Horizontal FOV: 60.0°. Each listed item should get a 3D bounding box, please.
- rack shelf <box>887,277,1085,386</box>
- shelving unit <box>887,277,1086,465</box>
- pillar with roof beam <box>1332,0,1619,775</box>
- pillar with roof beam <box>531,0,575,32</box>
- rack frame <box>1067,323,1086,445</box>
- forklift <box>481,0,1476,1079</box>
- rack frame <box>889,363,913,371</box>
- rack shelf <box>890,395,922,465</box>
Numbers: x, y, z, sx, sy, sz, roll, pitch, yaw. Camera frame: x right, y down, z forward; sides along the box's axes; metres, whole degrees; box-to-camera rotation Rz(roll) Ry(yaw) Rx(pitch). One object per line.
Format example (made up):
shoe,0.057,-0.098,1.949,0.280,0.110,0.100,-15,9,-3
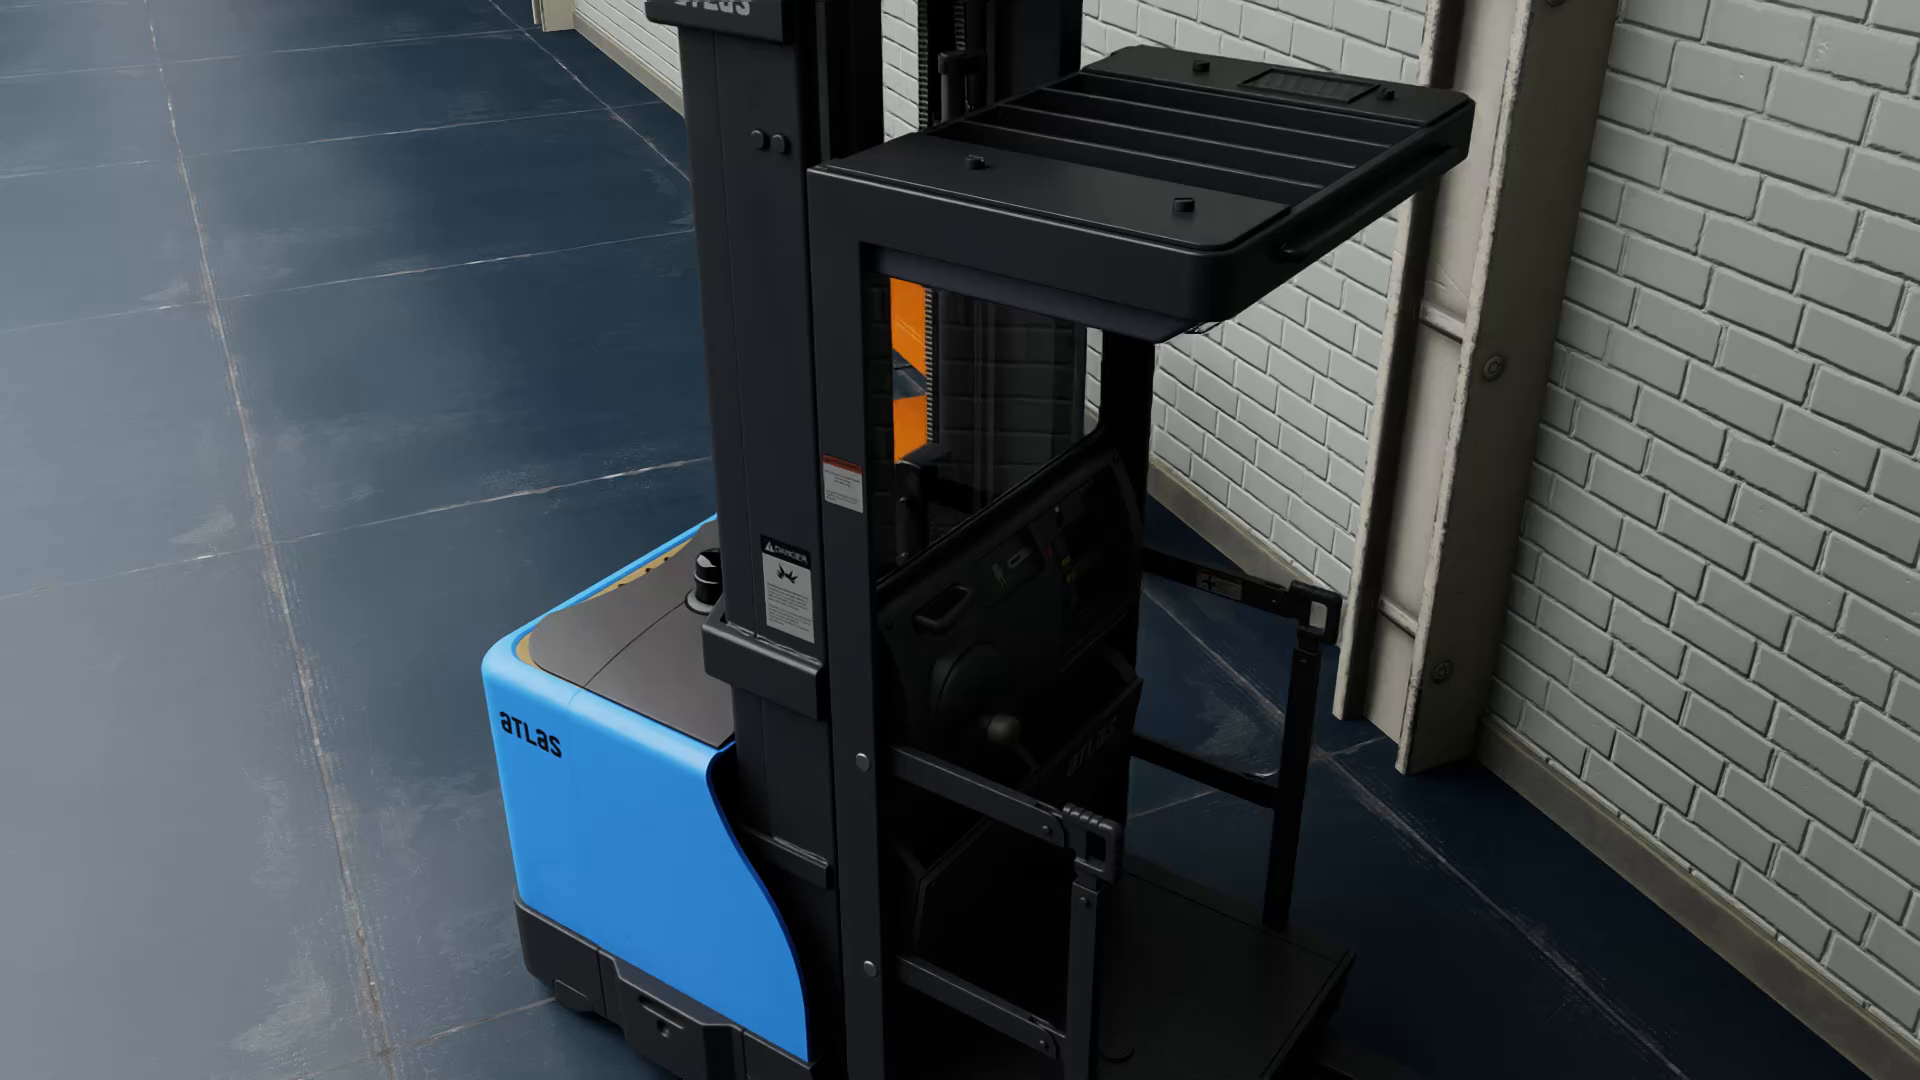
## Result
rack shelf,-0.003,-0.749,6.337,0.538,0.278,1.000,-13,32,-22
shelving unit,-0.003,-0.494,6.480,0.538,1.125,1.048,-13,32,-22
pillar with roof beam,-2.393,-2.377,1.788,9.100,9.000,0.400,-13,32,-22
pillar with roof beam,-7.545,-7.678,11.241,9.100,9.000,0.400,-13,32,-22
rack frame,0.215,-0.269,6.080,0.500,1.125,0.032,-13,32,-22
forklift,0.307,0.145,3.494,3.031,2.935,1.130,19,34,30
rack frame,-0.221,-0.718,6.881,0.500,1.125,0.032,-13,32,-22
rack shelf,-0.003,-0.280,6.600,0.538,0.278,1.000,-13,32,-22
